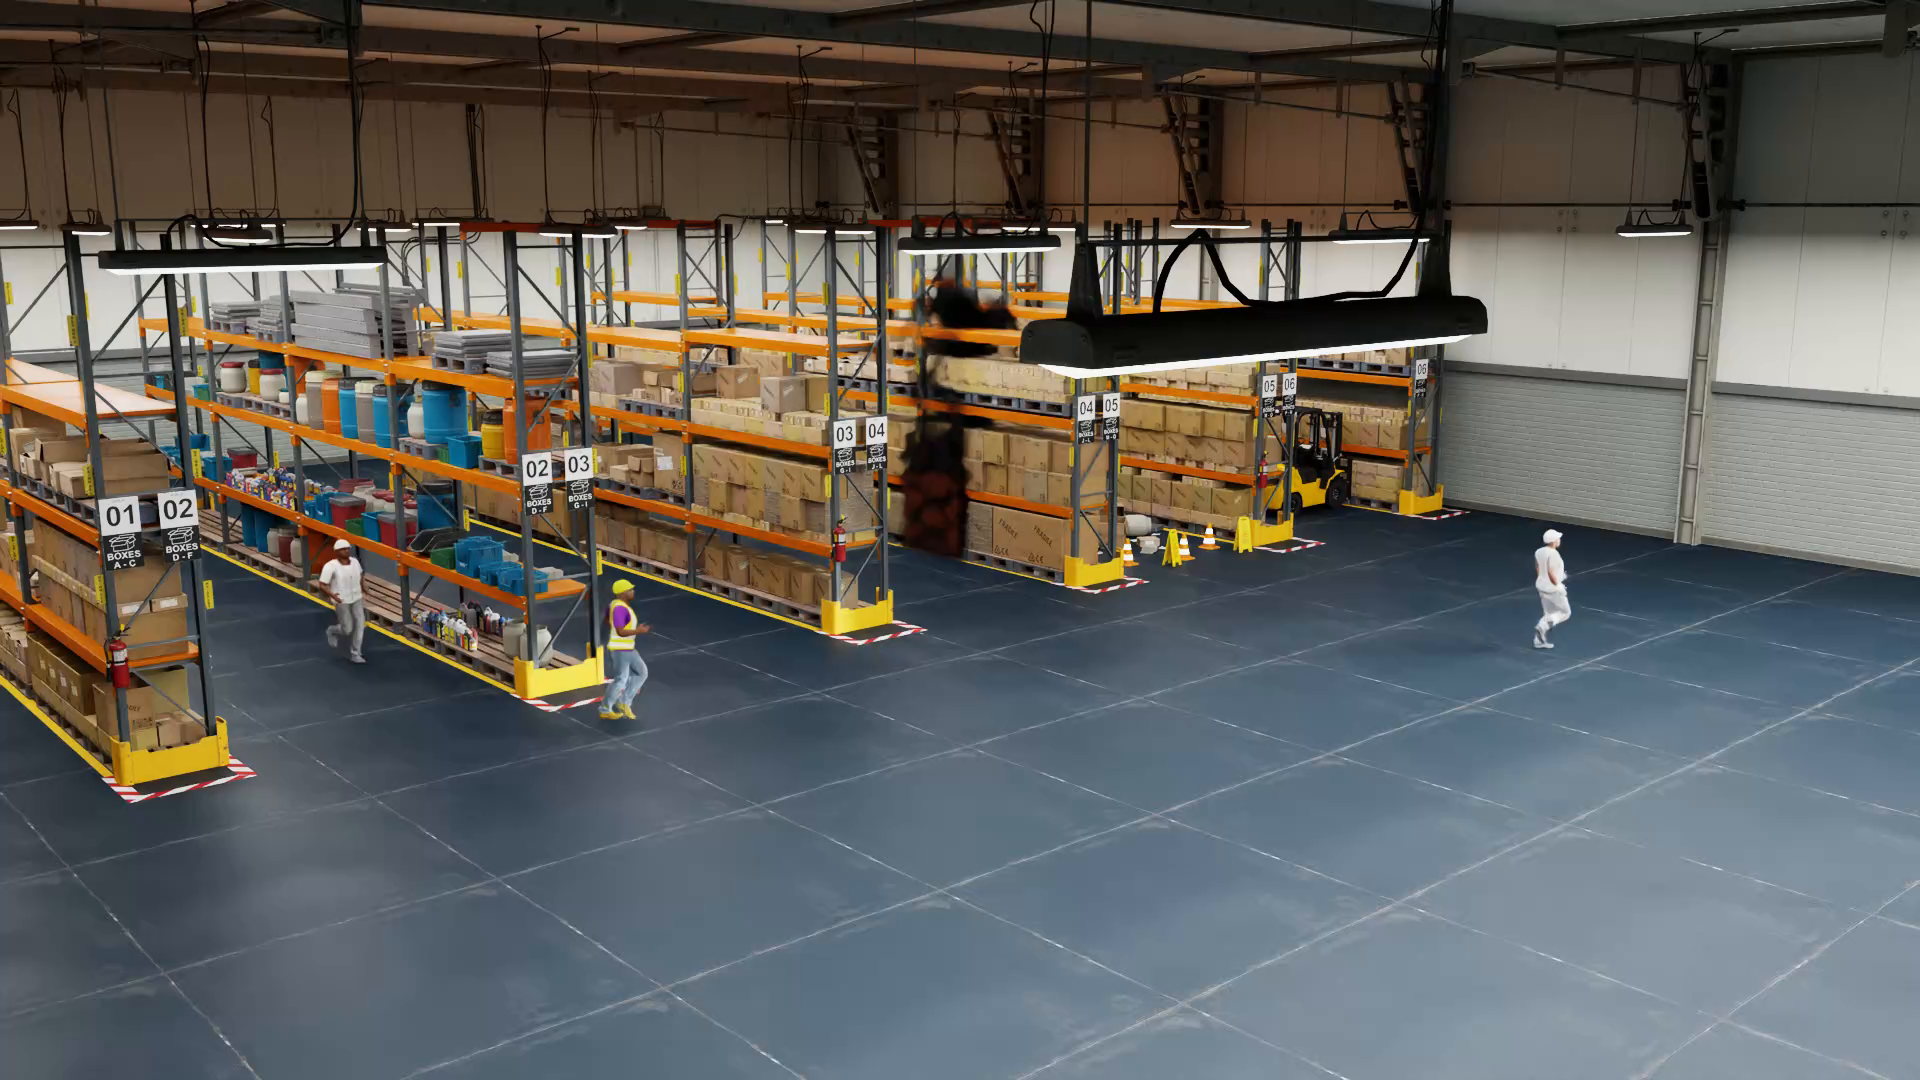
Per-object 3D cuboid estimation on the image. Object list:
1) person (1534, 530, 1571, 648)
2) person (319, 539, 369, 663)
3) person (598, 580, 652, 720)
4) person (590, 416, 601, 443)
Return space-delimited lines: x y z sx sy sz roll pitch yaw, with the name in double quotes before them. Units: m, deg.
"person" 8.533 0.708 23.958 0.587 1.742 0.653 -2 12 -12
"person" -8.603 0.845 23.325 0.801 1.739 0.700 9 15 39
"person" -4.171 1.373 20.721 0.698 1.787 0.698 -1 11 -5
"person" -8.402 -1.975 37.488 0.661 1.689 0.653 -9 14 -37
